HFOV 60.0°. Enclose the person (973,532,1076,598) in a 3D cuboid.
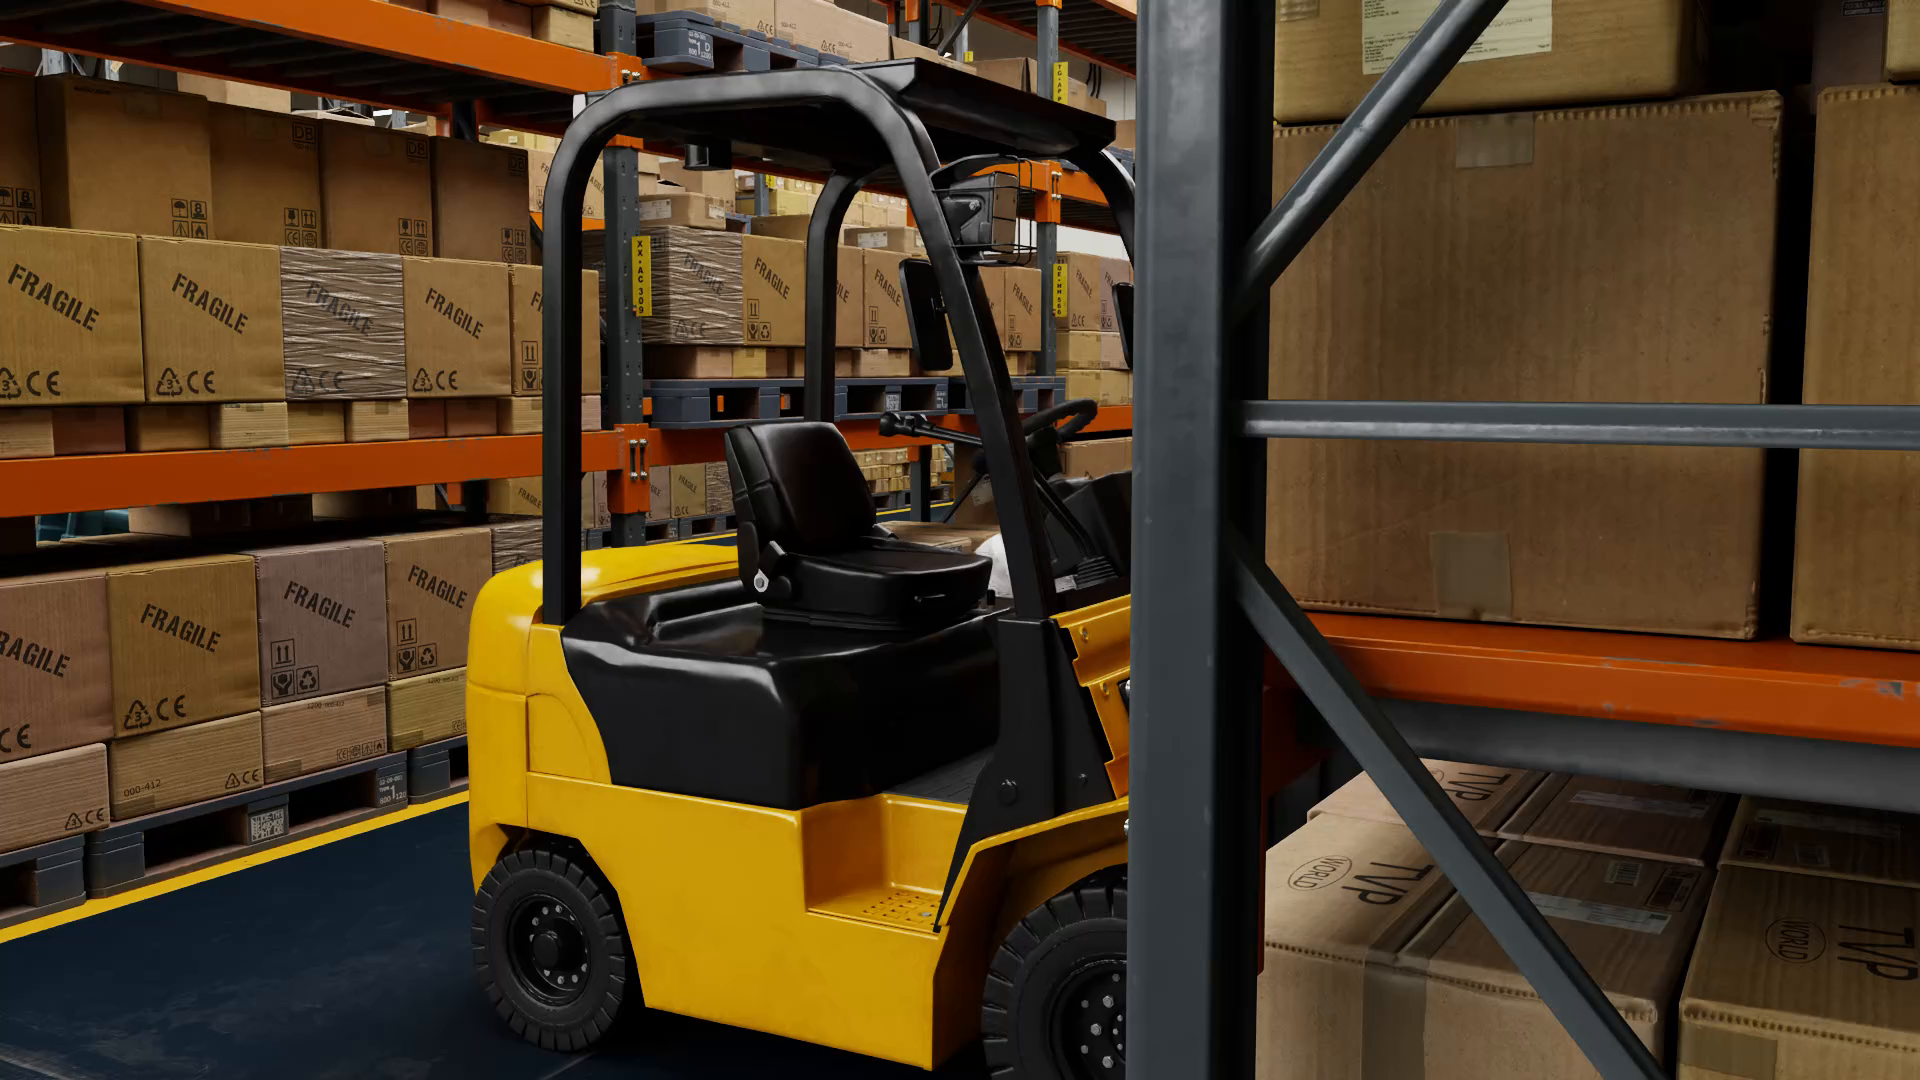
[{"bbox_3d":[0.494,0.382,6.568,0.976,1.005,0.545,3,7,26],"label":"person"}]
